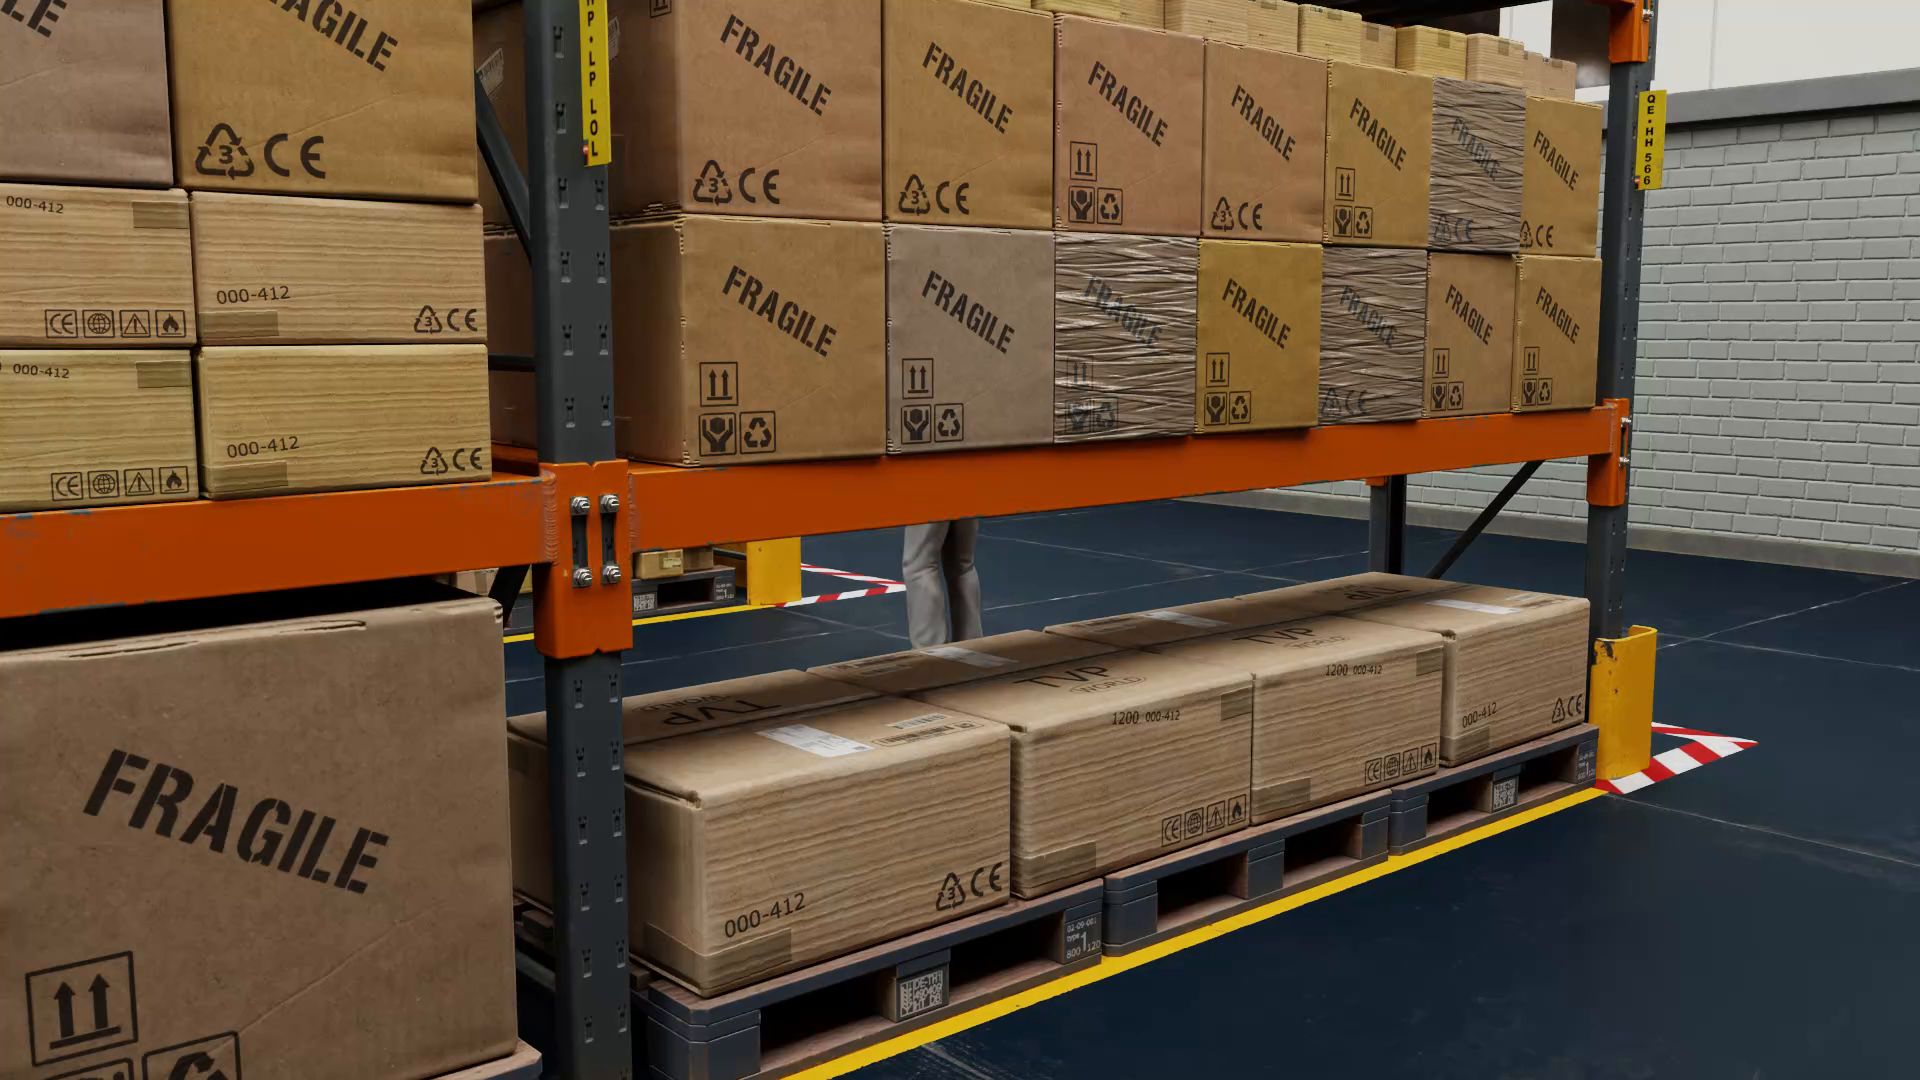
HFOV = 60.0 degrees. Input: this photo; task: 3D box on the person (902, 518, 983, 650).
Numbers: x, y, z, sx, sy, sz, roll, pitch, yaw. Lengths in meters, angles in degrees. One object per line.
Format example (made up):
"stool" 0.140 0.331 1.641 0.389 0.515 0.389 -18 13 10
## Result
"person" -0.114 -0.225 7.554 0.437 1.661 0.561 -6 10 -40
